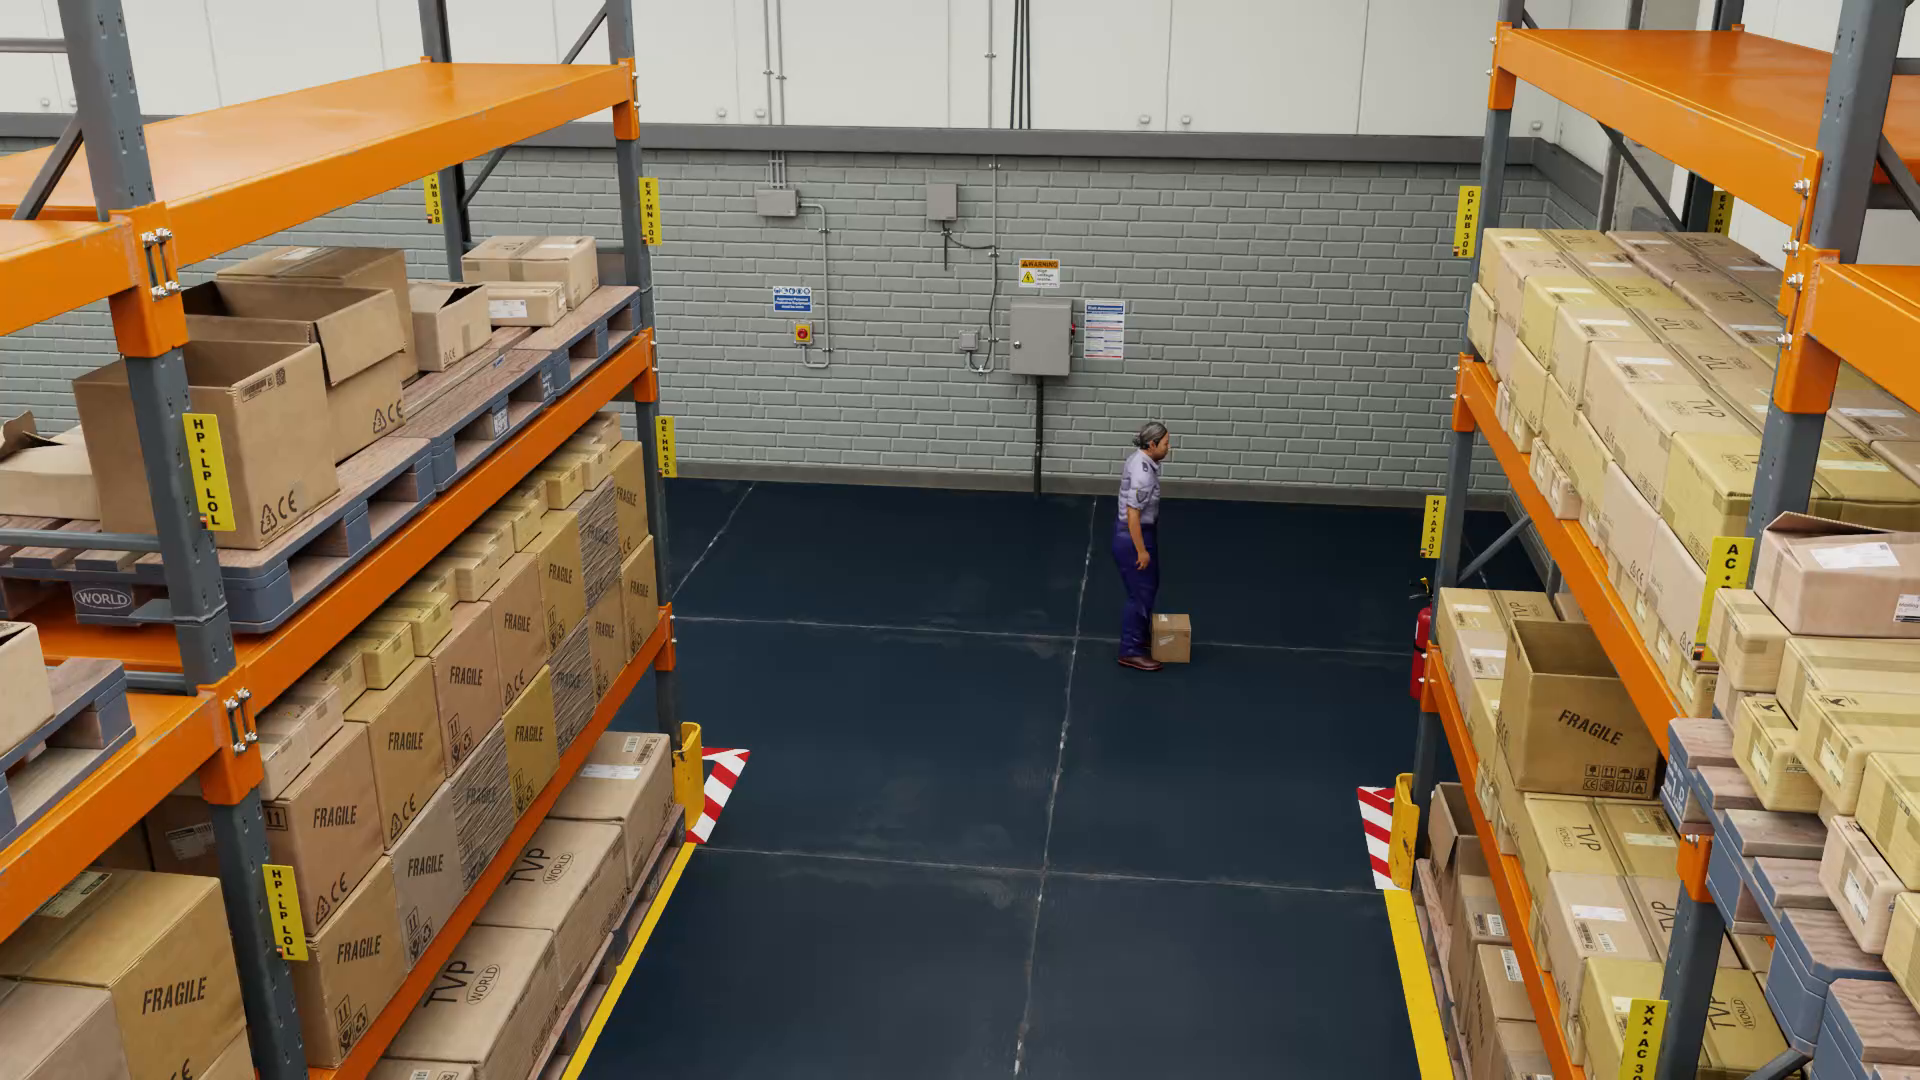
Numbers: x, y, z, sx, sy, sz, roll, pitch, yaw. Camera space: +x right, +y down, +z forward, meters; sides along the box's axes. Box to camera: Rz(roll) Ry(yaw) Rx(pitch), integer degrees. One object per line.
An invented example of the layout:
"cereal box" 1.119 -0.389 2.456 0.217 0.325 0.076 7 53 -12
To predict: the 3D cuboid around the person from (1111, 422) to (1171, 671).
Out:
"person" 1.216 0.012 11.064 0.418 1.651 0.537 3 21 6
